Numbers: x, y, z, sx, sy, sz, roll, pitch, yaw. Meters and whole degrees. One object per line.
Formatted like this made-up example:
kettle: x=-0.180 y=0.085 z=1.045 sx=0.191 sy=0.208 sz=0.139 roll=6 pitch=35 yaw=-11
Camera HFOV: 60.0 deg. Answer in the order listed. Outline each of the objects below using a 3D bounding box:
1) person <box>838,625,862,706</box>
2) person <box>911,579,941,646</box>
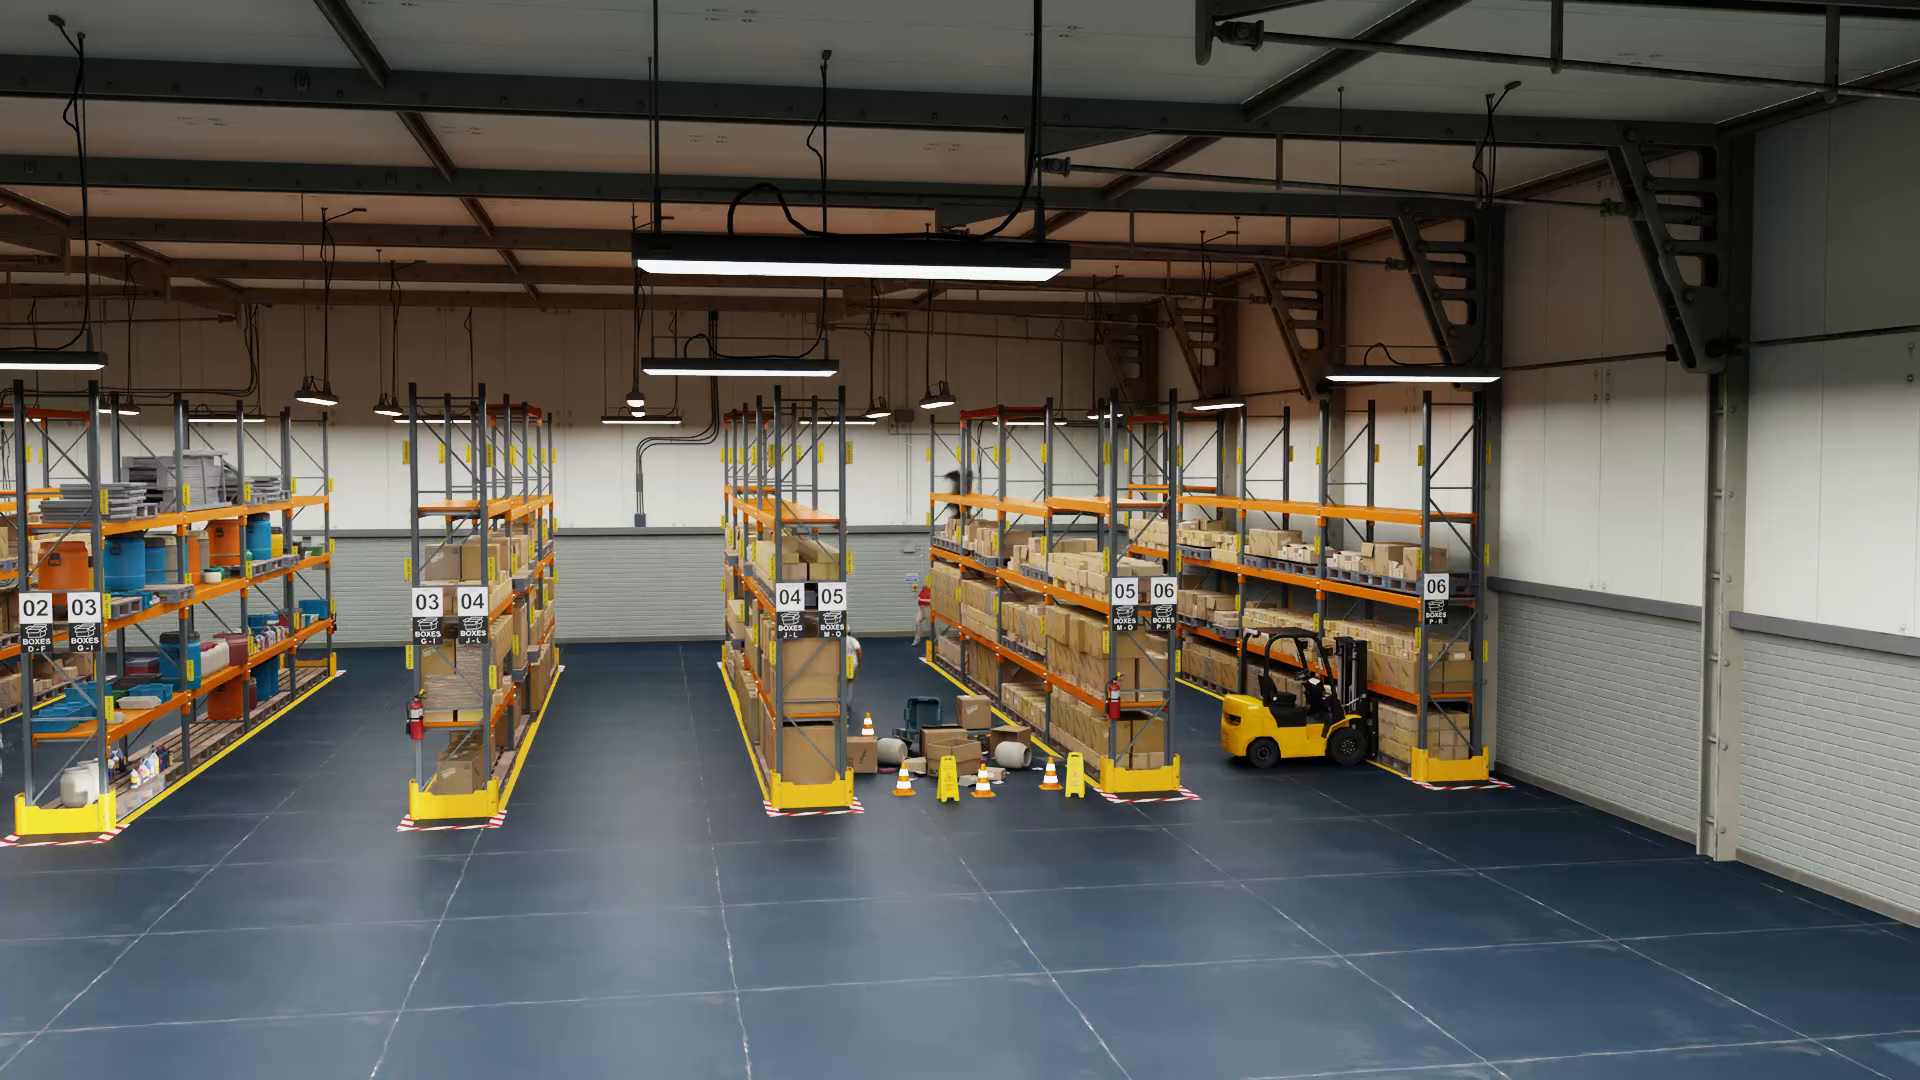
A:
person: x=-2.246 y=2.505 z=32.840 sx=0.605 sy=1.643 sz=0.848 roll=0 pitch=3 yaw=-5
person: x=-0.887 y=1.906 z=44.048 sx=0.855 sy=1.784 sz=0.659 roll=-2 pitch=3 yaw=-33
